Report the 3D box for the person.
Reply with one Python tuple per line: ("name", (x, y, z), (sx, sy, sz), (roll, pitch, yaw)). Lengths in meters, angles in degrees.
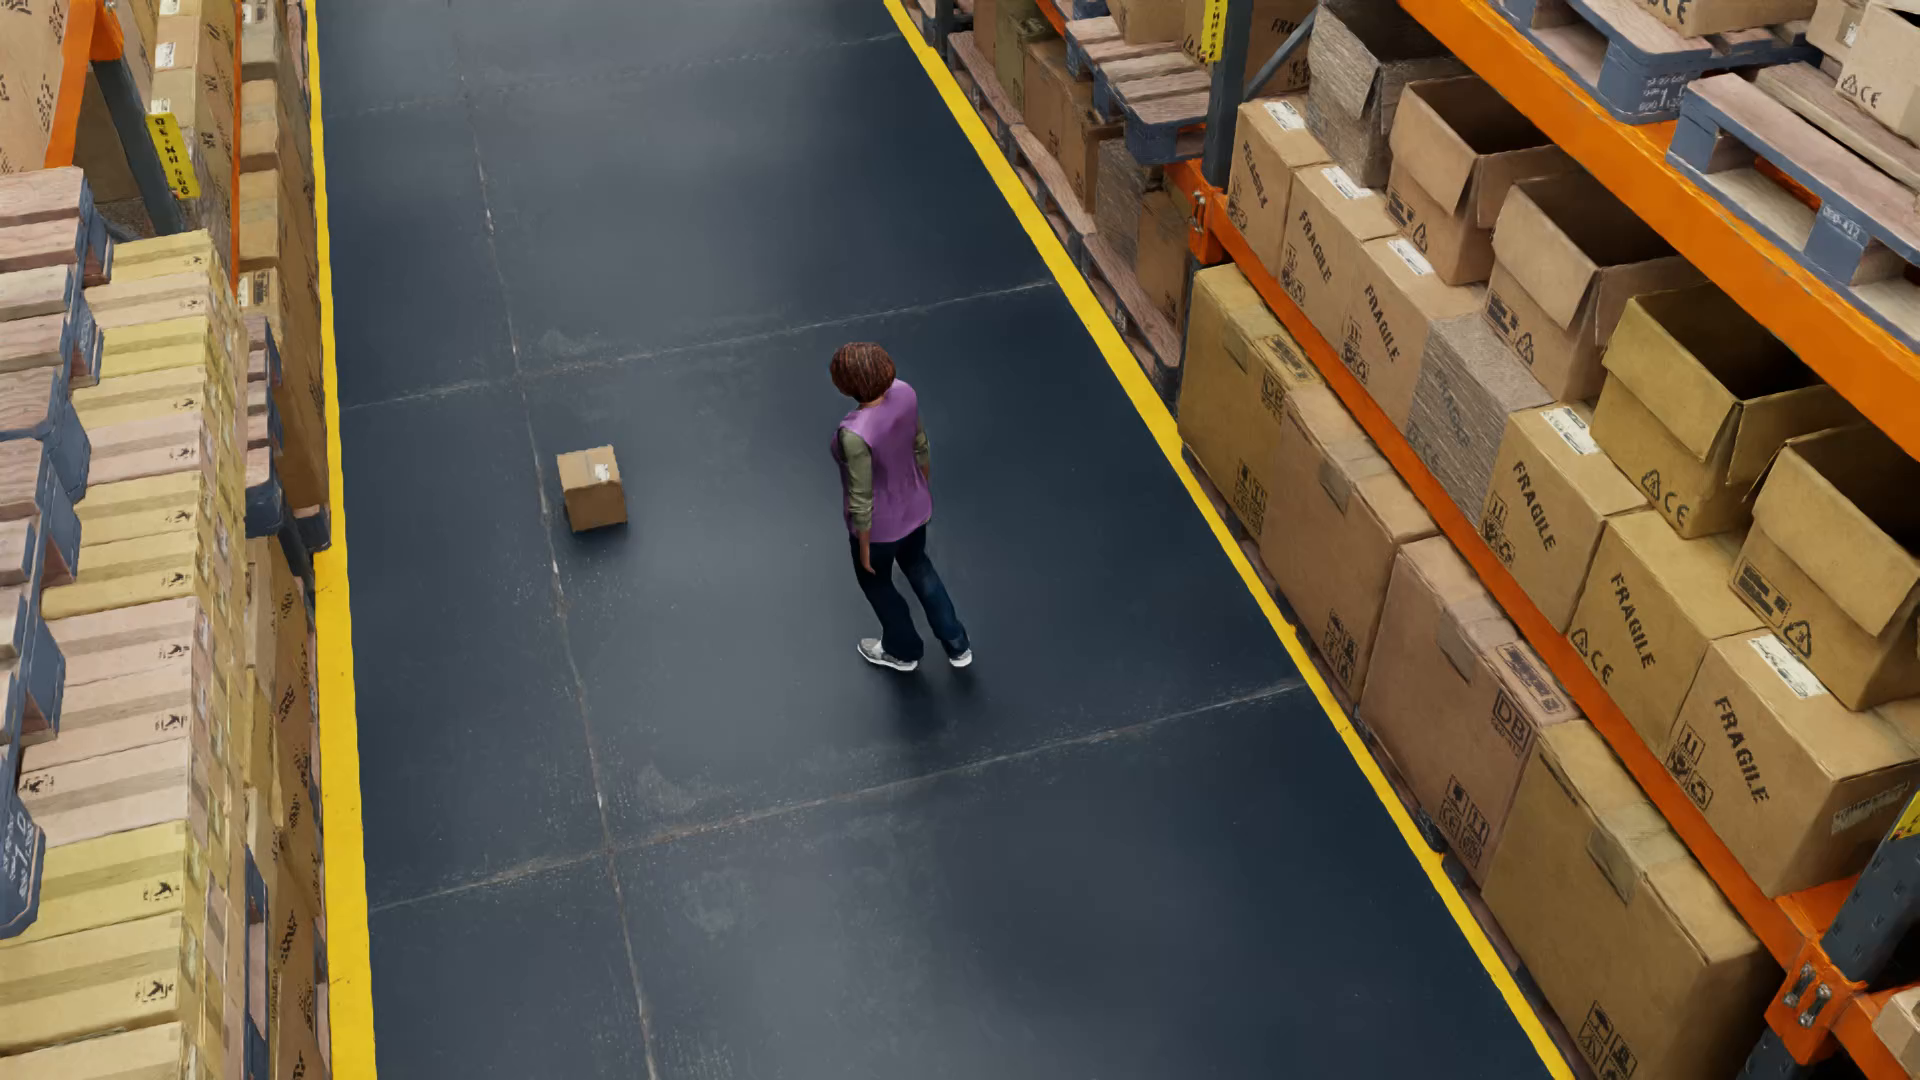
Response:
("person", (-0.205, -0.067, 6.240), (0.499, 1.587, 0.471), (27, 49, 26))
